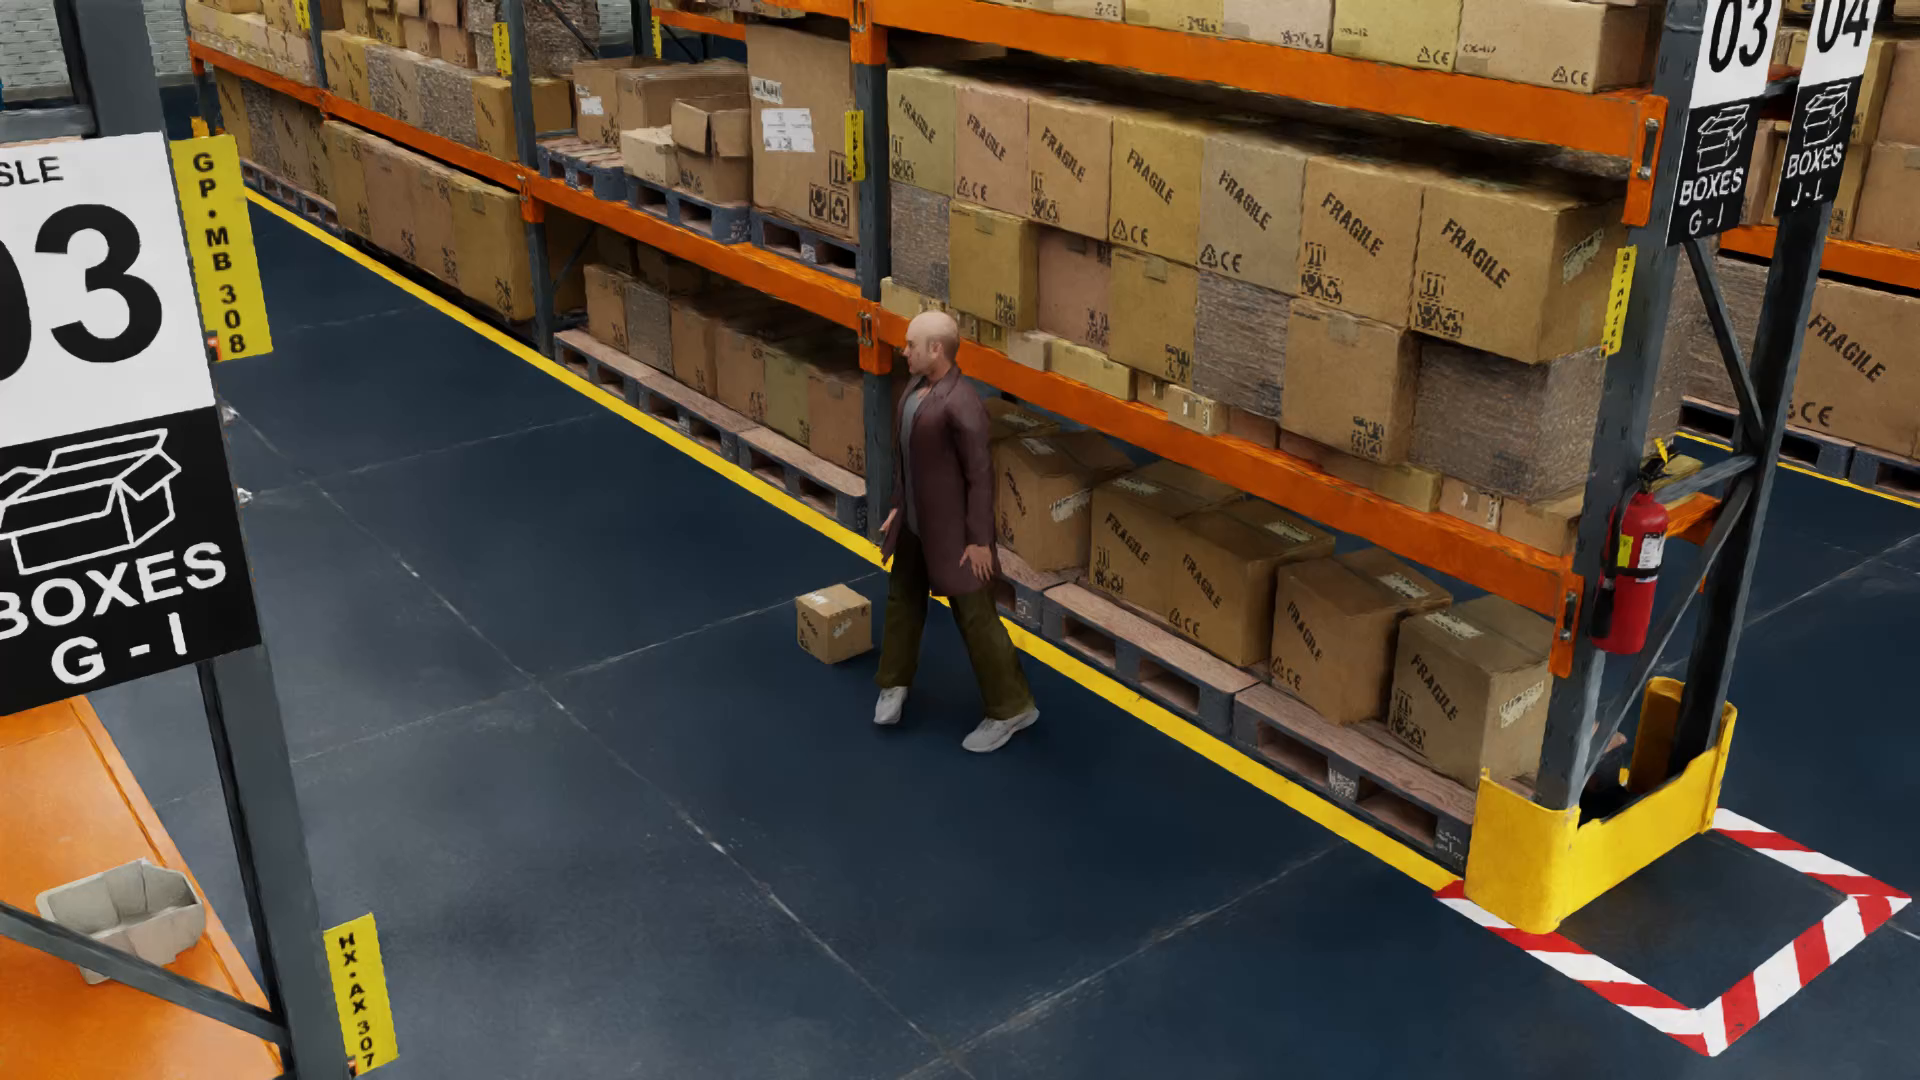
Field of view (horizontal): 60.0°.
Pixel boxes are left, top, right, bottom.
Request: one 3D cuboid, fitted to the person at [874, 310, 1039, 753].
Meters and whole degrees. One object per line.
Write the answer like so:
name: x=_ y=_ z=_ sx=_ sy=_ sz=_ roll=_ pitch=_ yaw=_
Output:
person: x=-0.061 y=-0.041 z=6.714 sx=0.627 sy=1.787 sz=0.649 roll=-13 pitch=27 yaw=-26
